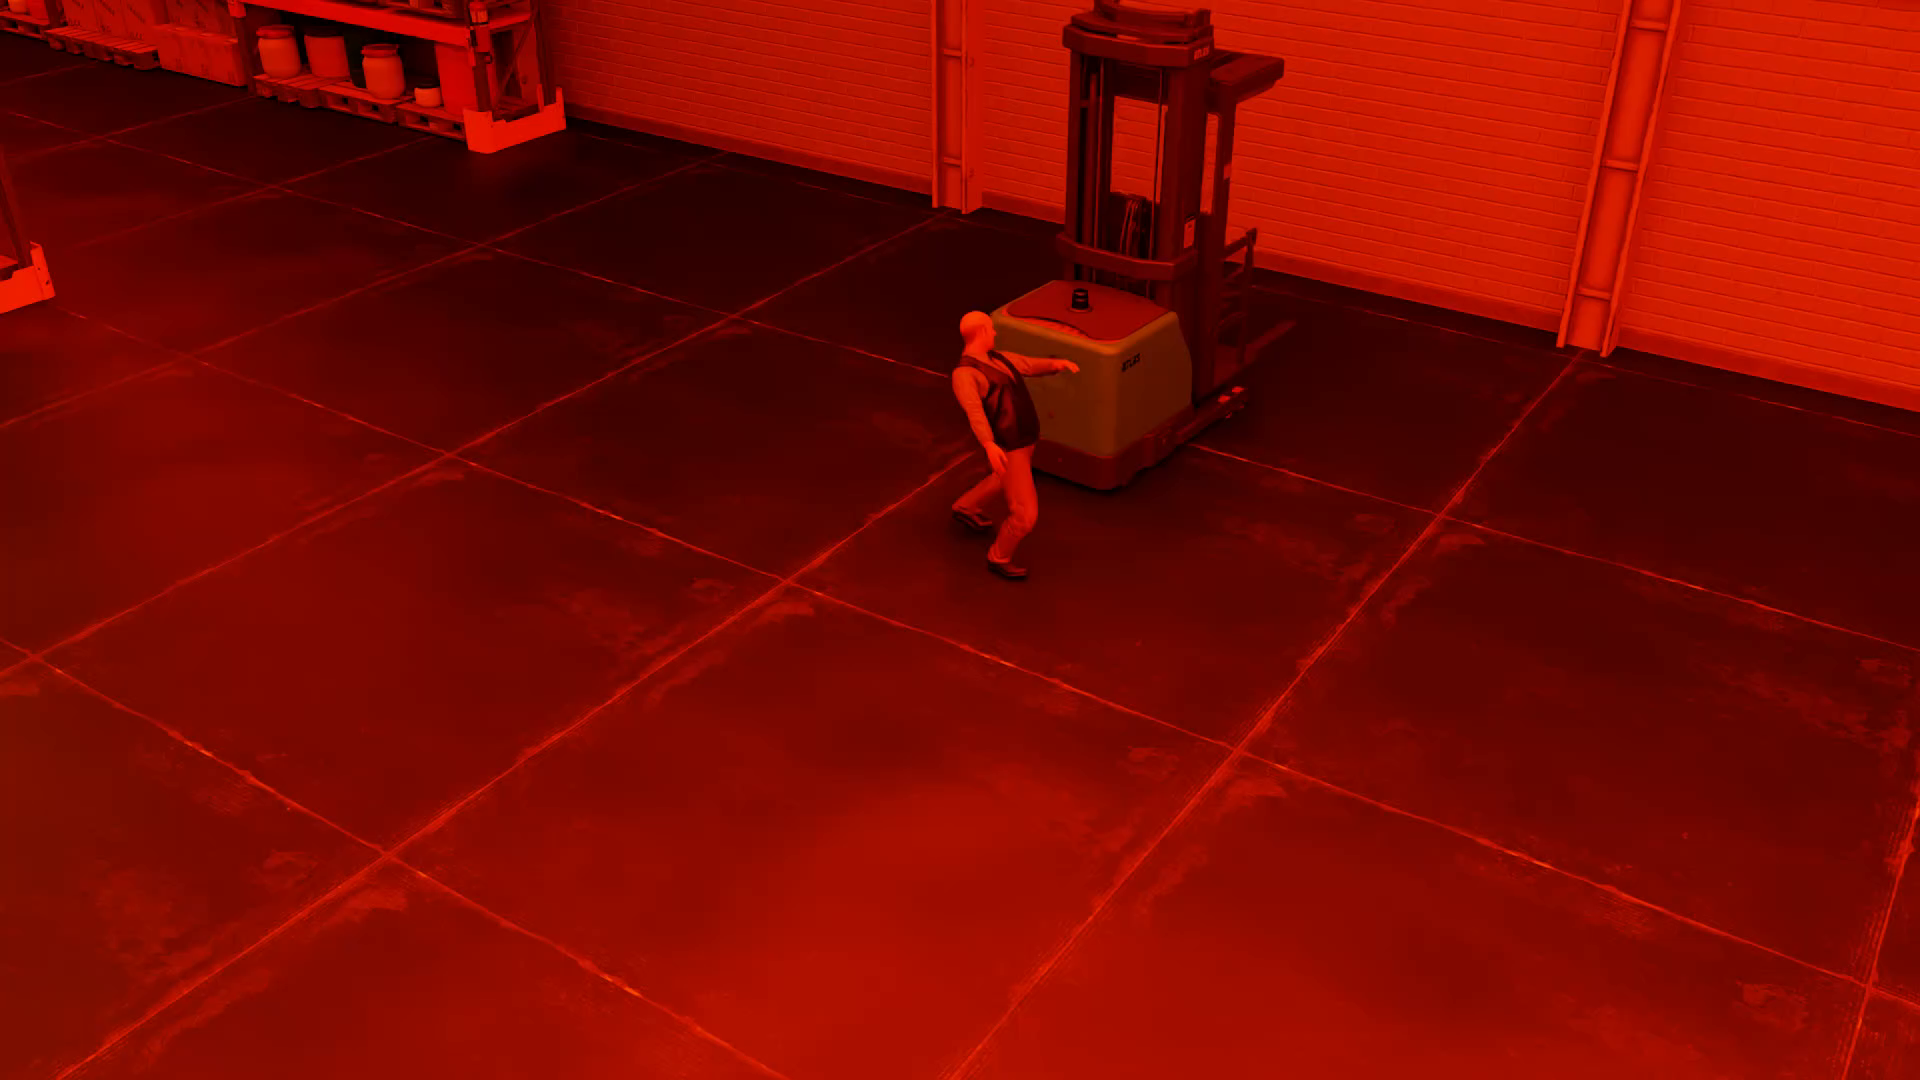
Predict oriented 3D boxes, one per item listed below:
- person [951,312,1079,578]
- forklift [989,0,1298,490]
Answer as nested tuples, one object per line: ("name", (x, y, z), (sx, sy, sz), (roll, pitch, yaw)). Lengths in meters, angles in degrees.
("person", (0.281, -0.523, 9.861), (0.802, 1.519, 0.921), (5, 31, 8))
("forklift", (1.461, -2.277, 11.502), (1.130, 2.935, 3.031), (21, 36, 31))
